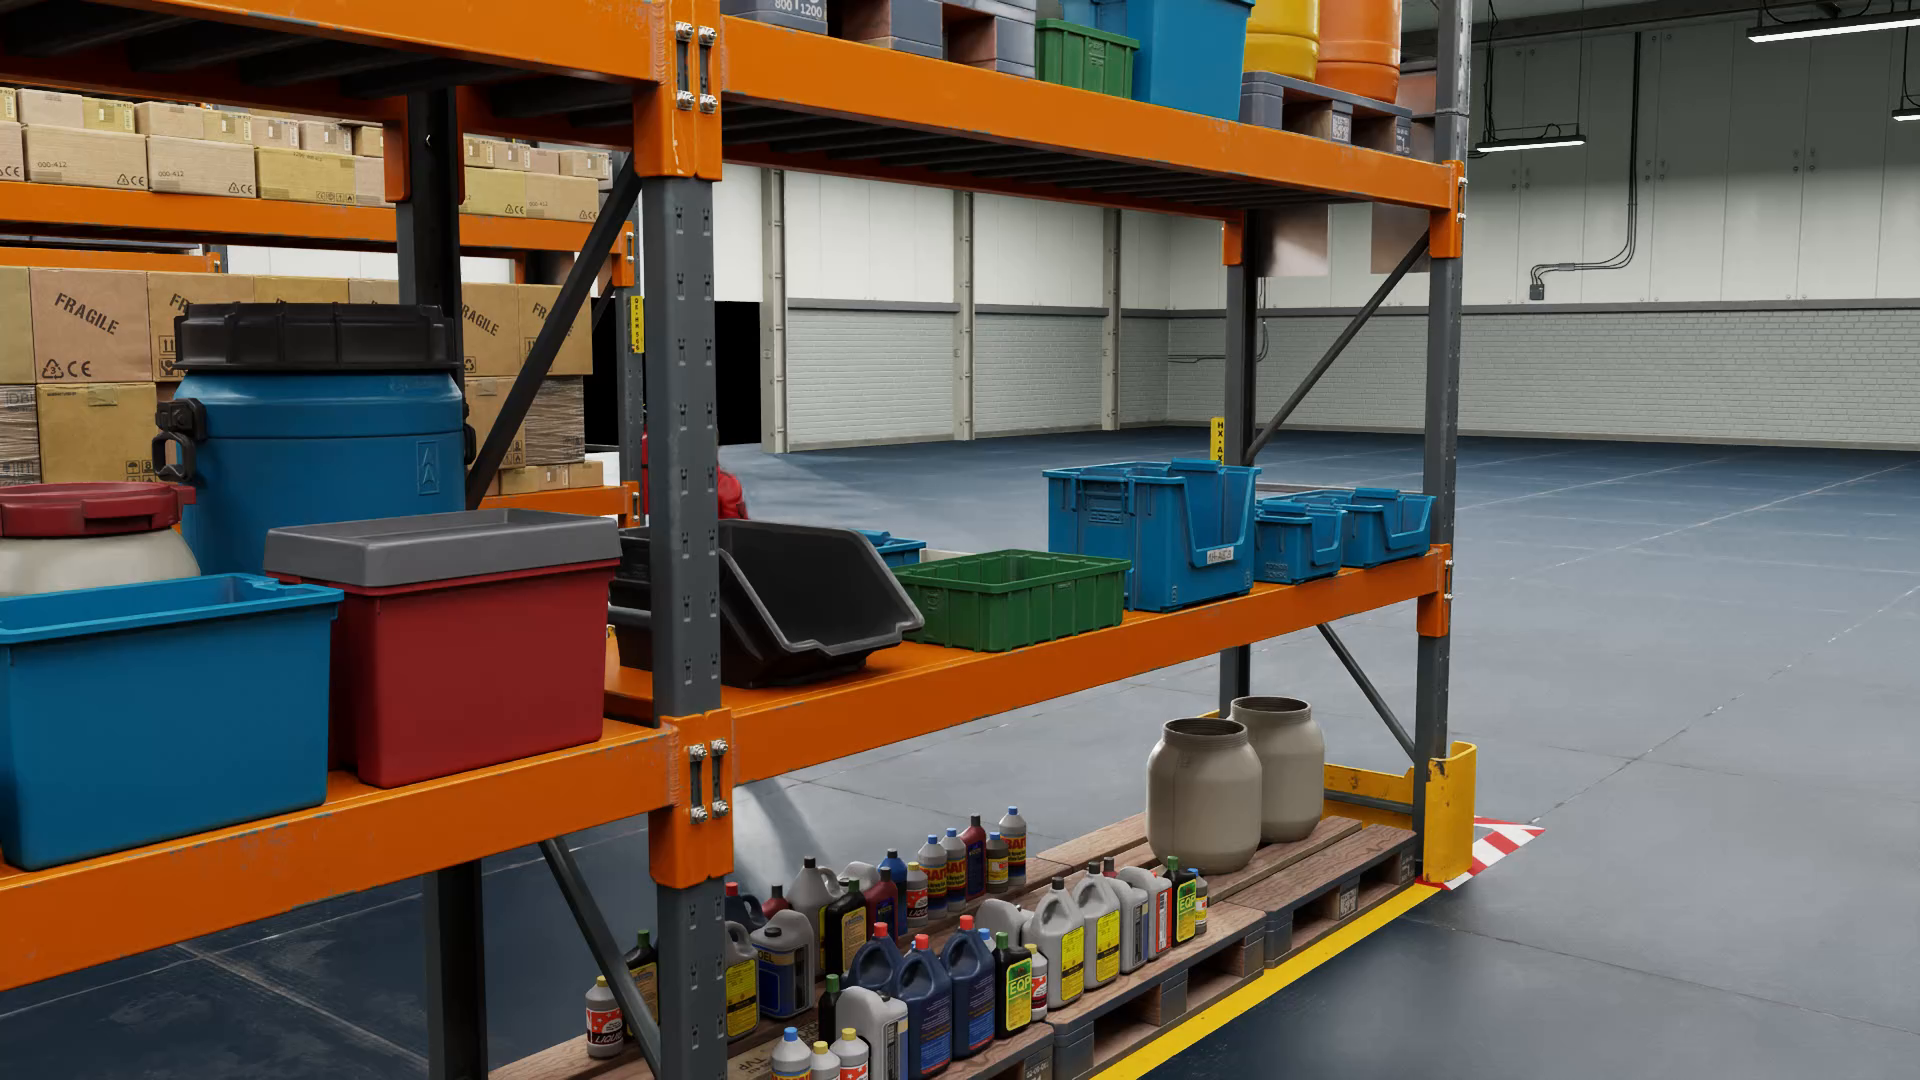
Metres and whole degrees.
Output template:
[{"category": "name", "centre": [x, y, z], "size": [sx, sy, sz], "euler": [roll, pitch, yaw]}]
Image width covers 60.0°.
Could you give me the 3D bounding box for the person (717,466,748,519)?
[{"category": "person", "centre": [-1.476, 0.224, 8.744], "size": [0.573, 1.679, 0.958], "euler": [5, 9, 39]}]
